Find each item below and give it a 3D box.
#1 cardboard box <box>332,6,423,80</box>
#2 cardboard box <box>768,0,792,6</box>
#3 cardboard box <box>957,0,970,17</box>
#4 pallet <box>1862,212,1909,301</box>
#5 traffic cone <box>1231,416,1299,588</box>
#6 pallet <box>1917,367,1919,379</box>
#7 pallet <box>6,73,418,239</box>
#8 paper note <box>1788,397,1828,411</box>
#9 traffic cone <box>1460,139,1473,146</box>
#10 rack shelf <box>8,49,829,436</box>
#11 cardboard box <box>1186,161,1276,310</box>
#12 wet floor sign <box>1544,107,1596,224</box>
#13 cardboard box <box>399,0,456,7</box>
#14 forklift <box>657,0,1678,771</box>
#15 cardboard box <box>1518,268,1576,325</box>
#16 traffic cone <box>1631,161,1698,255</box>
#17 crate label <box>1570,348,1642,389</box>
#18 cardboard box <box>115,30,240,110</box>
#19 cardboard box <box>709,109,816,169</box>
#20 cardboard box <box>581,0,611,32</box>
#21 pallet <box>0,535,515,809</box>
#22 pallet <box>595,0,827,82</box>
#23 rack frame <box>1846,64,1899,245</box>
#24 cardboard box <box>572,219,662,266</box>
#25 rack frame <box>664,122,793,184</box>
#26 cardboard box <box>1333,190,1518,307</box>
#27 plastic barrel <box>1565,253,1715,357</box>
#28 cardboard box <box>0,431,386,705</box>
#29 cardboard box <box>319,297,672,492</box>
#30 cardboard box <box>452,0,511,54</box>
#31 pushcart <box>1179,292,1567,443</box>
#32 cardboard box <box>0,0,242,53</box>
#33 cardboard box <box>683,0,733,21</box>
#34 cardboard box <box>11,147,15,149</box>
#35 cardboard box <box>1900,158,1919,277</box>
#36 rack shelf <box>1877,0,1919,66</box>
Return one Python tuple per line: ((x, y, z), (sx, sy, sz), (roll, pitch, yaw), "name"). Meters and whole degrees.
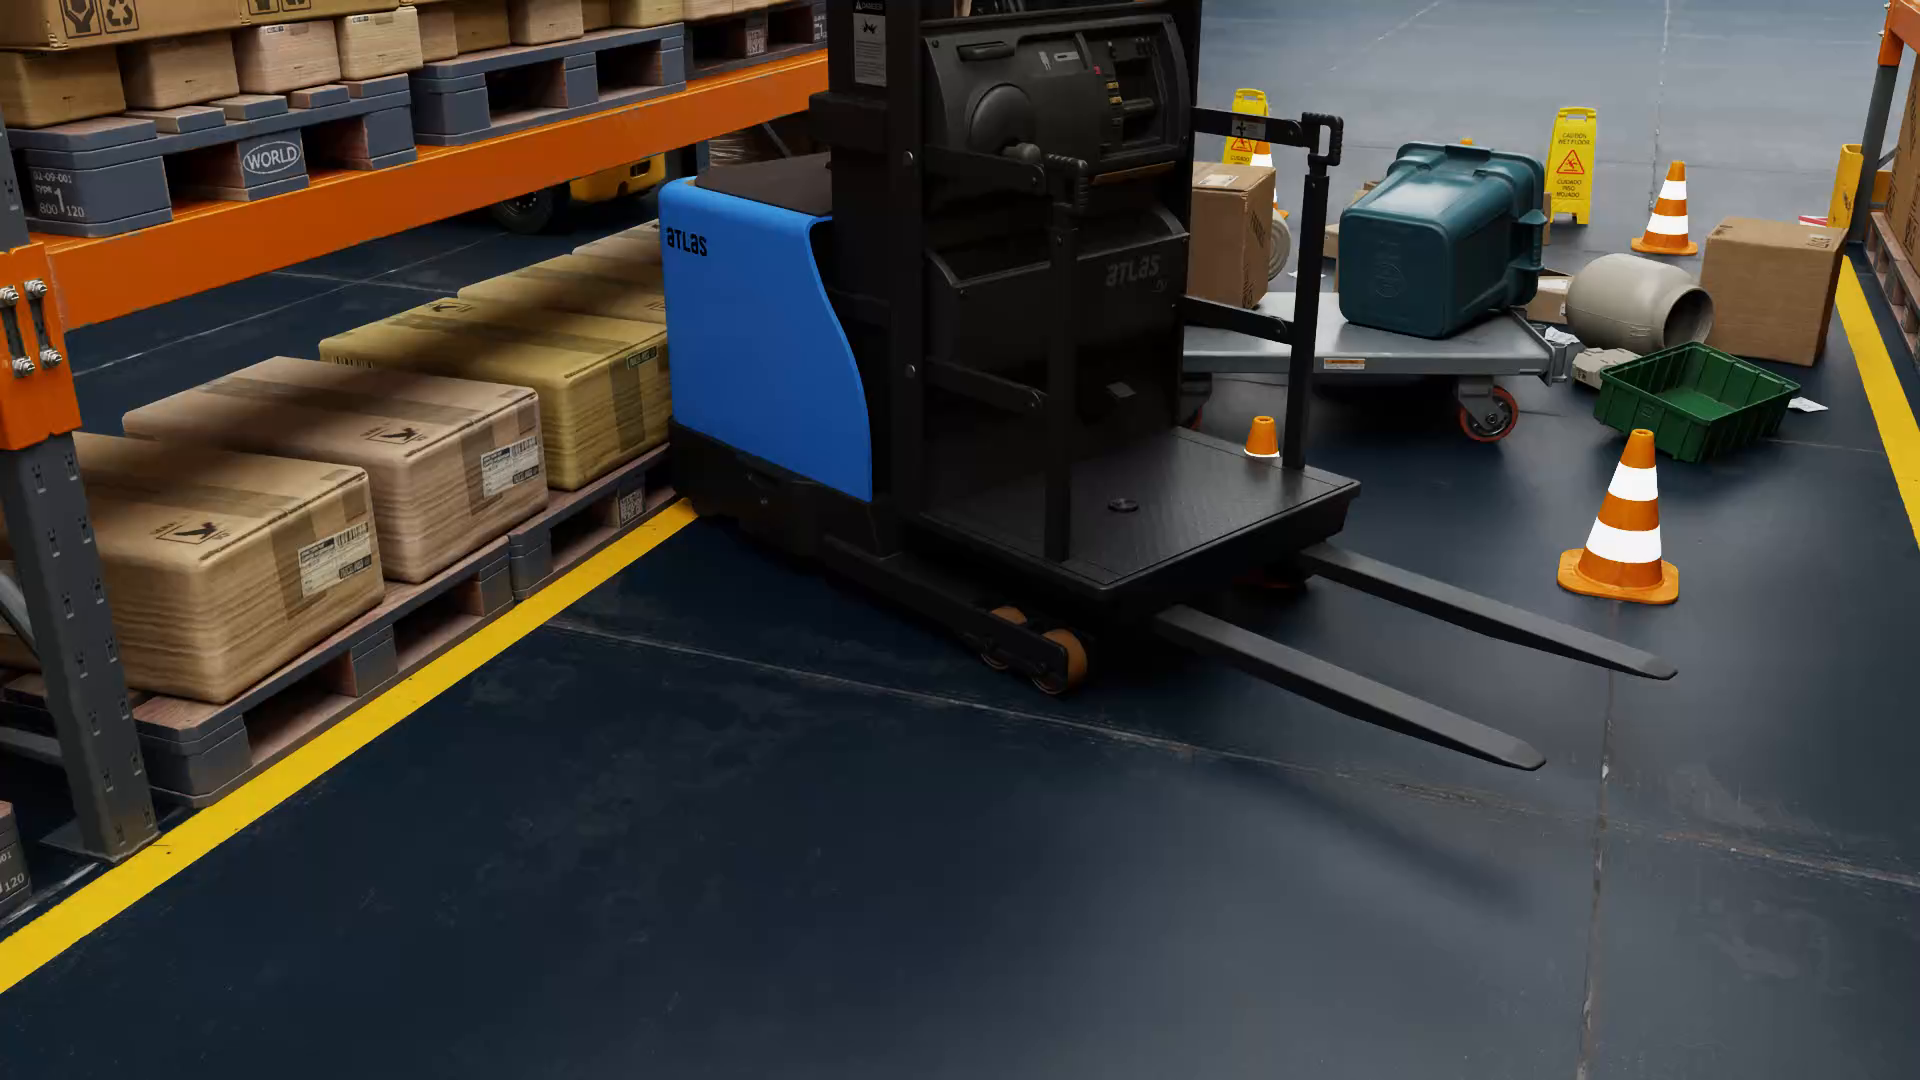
((-1.555, -1.226, 4.075), (0.380, 0.149, 0.250), (9, 24, 20), "cardboard box")
((-0.814, -1.969, 5.854), (0.380, 0.149, 0.250), (8, 24, 18), "cardboard box")
((-0.110, -2.438, 7.522), (0.380, 0.149, 0.250), (10, 25, 22), "cardboard box")
((5.130, -1.382, 8.284), (1.003, 0.211, 1.213), (9, 24, 20), "pallet")
((0.895, -0.145, 4.997), (0.336, 0.463, 0.334), (9, 24, 20), "traffic cone")
((4.224, -0.508, 6.193), (1.003, 0.211, 1.213), (9, 24, 20), "pallet")
((-2.085, -0.957, 3.899), (1.213, 0.211, 1.003), (9, 24, 20), "pallet")
((3.278, -0.535, 6.490), (0.147, 0.020, 0.142), (-7, 24, -17), "paper note")
((2.916, -2.092, 9.658), (0.336, 0.463, 0.334), (9, 24, 20), "traffic cone")
((-1.508, -1.159, 5.067), (1.077, 0.370, 4.000), (9, 24, 20), "rack shelf")
((0.899, -1.159, 6.393), (0.500, 0.500, 0.500), (9, 24, 20), "cardboard box")
((3.527, -2.173, 9.615), (0.267, 0.644, 0.232), (5, 23, 11), "wet floor sign")
((-1.490, -1.659, 4.269), (0.500, 0.500, 0.500), (9, 24, 21), "cardboard box")
((0.424, -1.177, 4.264), (1.130, 2.935, 3.031), (-20, 30, -39), "forklift")
((2.797, -1.151, 7.662), (0.396, 0.266, 0.258), (13, 26, 29), "cardboard box")
((3.839, -1.808, 8.979), (0.336, 0.463, 0.334), (9, 24, 20), "traffic cone")
((2.629, -0.682, 6.705), (0.298, 0.136, 0.250), (-7, 24, -17), "crate label")
((-1.821, -1.039, 3.627), (0.380, 0.149, 0.250), (7, 24, 17), "cardboard box")
((-0.794, -1.728, 7.545), (0.500, 0.500, 0.500), (8, 24, 19), "cardboard box")
((-1.285, -1.618, 5.014), (0.380, 0.149, 0.250), (8, 24, 18), "cardboard box")
((-1.959, 0.232, 4.421), (1.003, 0.211, 1.213), (9, 24, 20), "pallet")
((-1.184, -1.866, 6.073), (1.003, 0.211, 1.213), (9, 24, 20), "pallet")
((5.354, -2.966, 8.458), (1.000, 3.000, 0.127), (9, 24, 20), "rack frame")
((-0.957, -1.000, 6.617), (0.950, 0.372, 0.625), (9, 24, 21), "cardboard box")
((-0.765, -2.207, 6.641), (1.000, 3.000, 0.127), (9, 24, 20), "rack frame")
((2.079, -1.222, 7.347), (0.797, 0.637, 0.503), (9, 24, 20), "cardboard box")
((2.866, -0.971, 7.026), (0.421, 0.421, 0.512), (-12, 25, -26), "plastic barrel")
((-2.031, 0.043, 4.121), (0.950, 0.372, 0.625), (7, 24, 16), "cardboard box")
((-1.478, -0.493, 5.403), (0.950, 0.372, 0.625), (10, 25, 22), "cardboard box")
((-1.469, -1.430, 4.563), (0.380, 0.149, 0.250), (10, 25, 22), "cardboard box")
((1.371, -0.688, 6.408), (1.648, 0.377, 0.936), (1, 23, 2), "pushcart")
((-1.869, -1.280, 3.363), (0.500, 0.500, 0.500), (8, 24, 19), "cardboard box")
((-0.968, -1.780, 5.401), (0.380, 0.149, 0.250), (9, 24, 20), "cardboard box")
((-4.908, -2.201, 9.001), (0.500, 0.250, 0.500), (9, 24, 20), "cardboard box")
((4.839, -1.612, 7.429), (0.875, 0.875, 0.875), (8, 24, 19), "cardboard box")
((4.612, -1.918, 6.883), (1.077, 0.370, 4.000), (9, 24, 20), "rack shelf")
